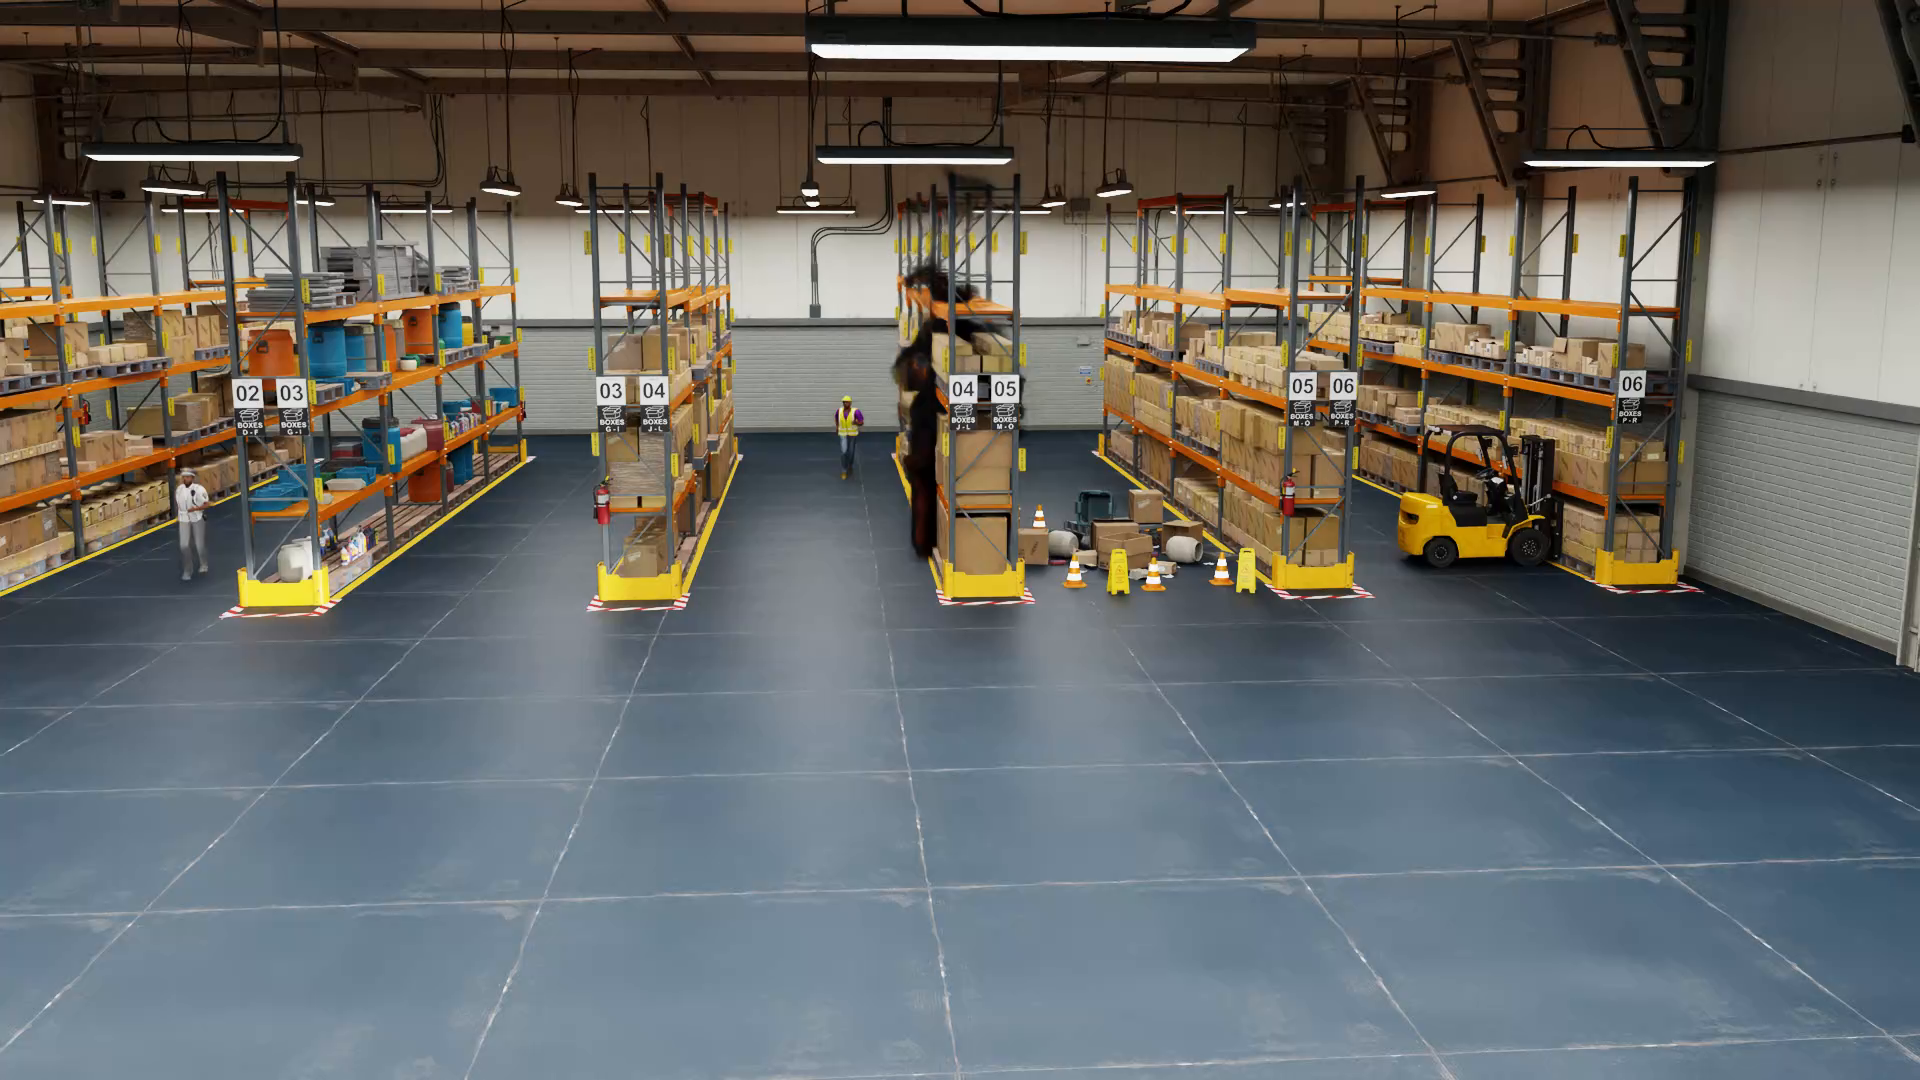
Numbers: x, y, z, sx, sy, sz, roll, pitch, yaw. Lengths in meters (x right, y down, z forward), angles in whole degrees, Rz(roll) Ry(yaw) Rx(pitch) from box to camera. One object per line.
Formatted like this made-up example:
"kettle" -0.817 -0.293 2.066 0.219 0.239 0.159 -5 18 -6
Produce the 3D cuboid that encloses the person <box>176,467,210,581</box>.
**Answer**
"person" -11.680 -0.243 25.336 0.562 1.748 0.757 -2 10 -9

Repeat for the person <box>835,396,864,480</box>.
"person" -2.420 -2.248 36.401 0.666 1.827 0.807 0 10 1
